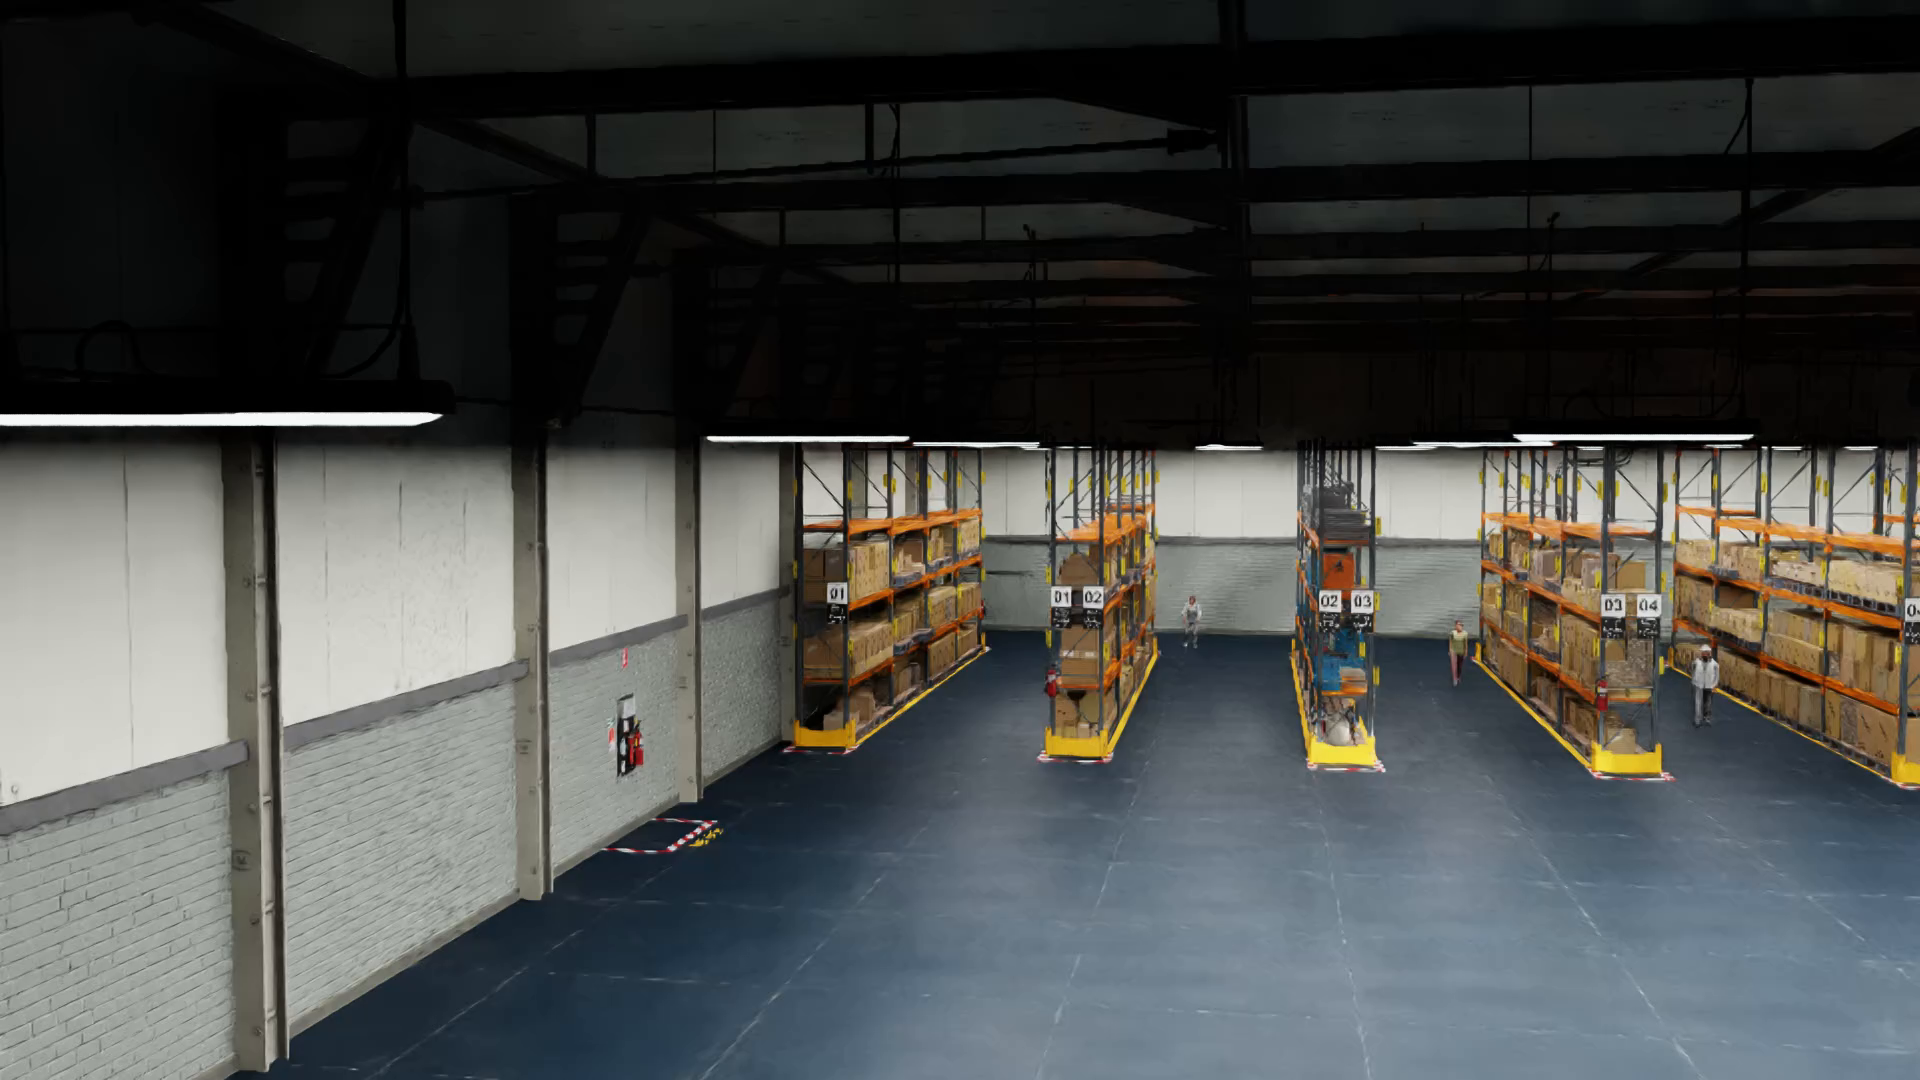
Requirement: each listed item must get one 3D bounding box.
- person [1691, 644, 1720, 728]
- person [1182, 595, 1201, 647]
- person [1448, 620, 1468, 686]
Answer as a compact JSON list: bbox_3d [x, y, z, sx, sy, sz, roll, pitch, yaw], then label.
[{"bbox_3d":[15.494,3.026,34.583,0.539,1.715,1.031,1,3,19],"label":"person"},{"bbox_3d":[6.794,2.377,48.844,0.566,1.541,0.519,0,3,7],"label":"person"},{"bbox_3d":[12.260,2.749,40.860,0.445,1.591,1.110,0,3,8],"label":"person"}]
